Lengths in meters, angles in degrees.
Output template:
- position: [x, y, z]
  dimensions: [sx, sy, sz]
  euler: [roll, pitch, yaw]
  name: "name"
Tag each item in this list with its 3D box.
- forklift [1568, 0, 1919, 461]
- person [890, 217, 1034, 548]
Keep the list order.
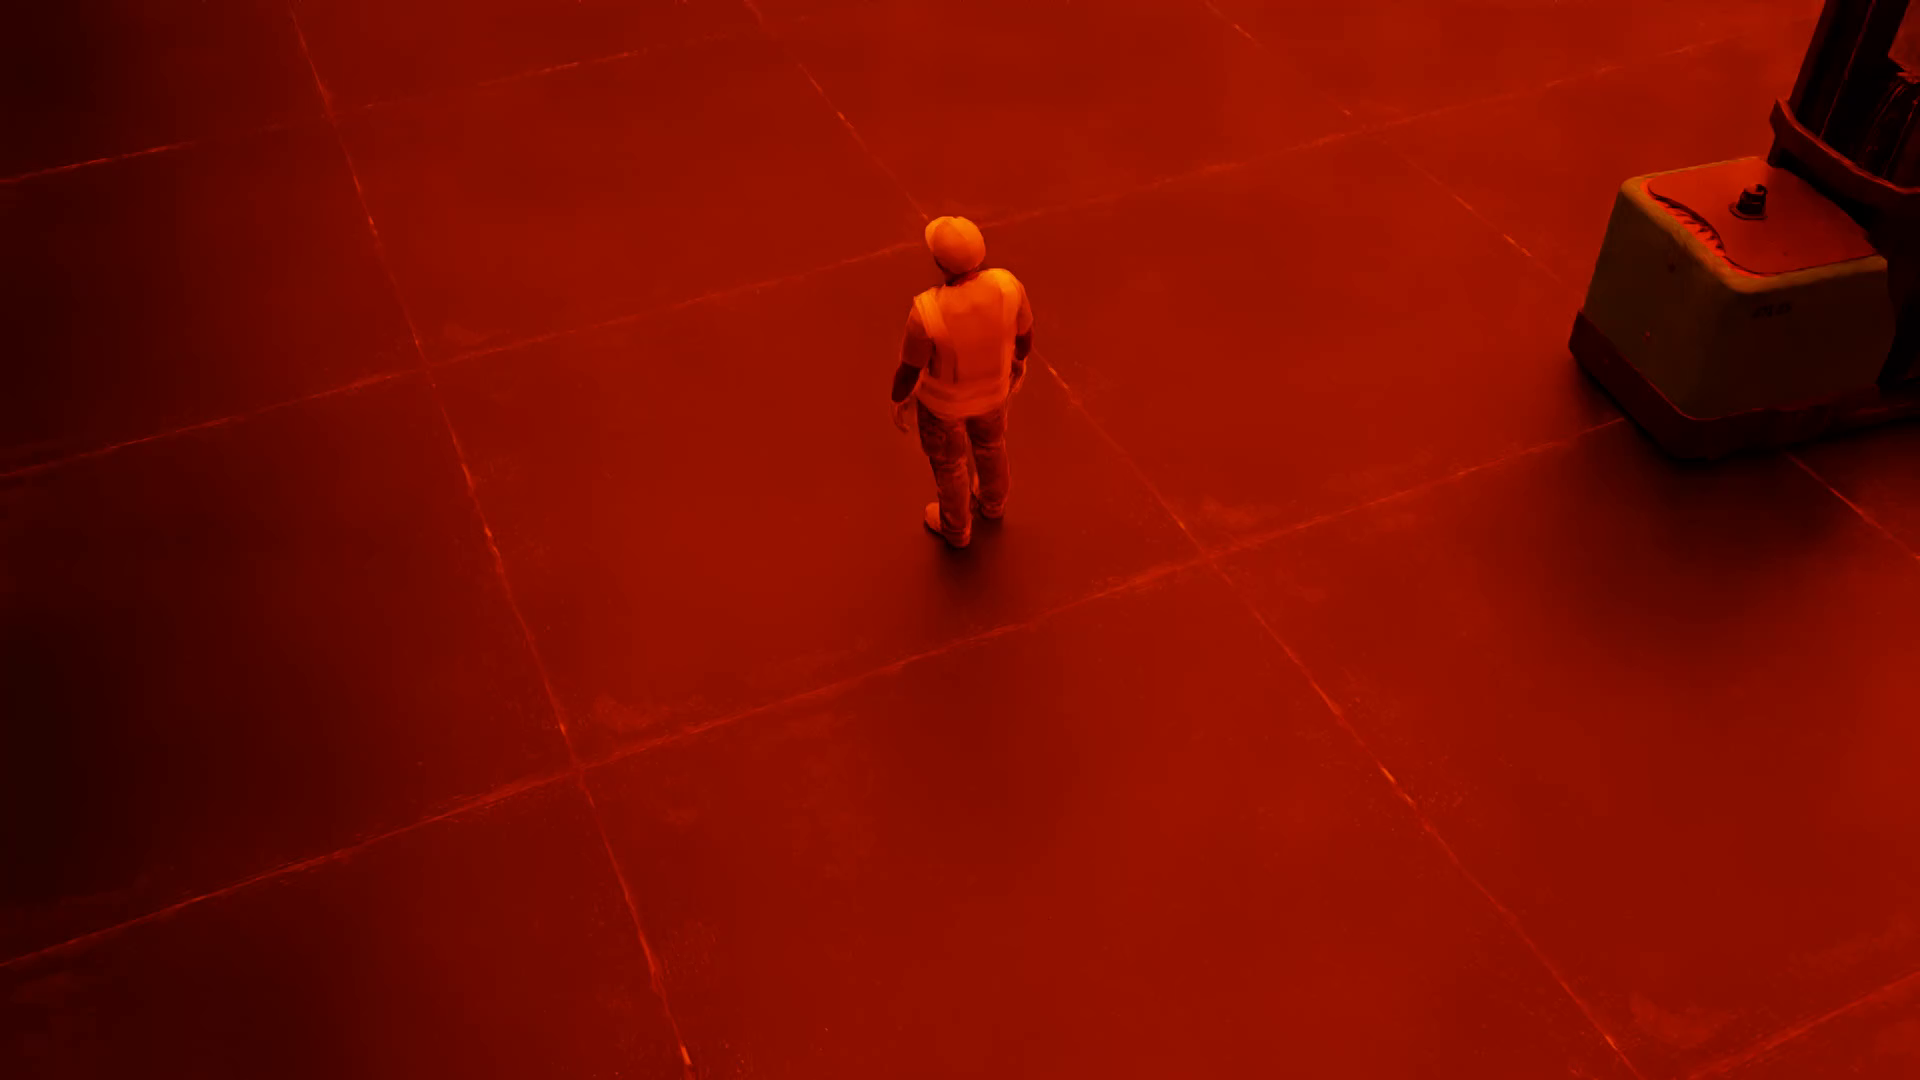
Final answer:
- position: [4.800, -2.040, 7.866]
  dimensions: [3.031, 2.935, 1.130]
  euler: [-12, 44, -12]
  name: "forklift"
- position: [-0.023, -0.704, 7.265]
  dimensions: [0.655, 1.782, 0.576]
  euler: [-18, 46, -18]
  name: "person"
